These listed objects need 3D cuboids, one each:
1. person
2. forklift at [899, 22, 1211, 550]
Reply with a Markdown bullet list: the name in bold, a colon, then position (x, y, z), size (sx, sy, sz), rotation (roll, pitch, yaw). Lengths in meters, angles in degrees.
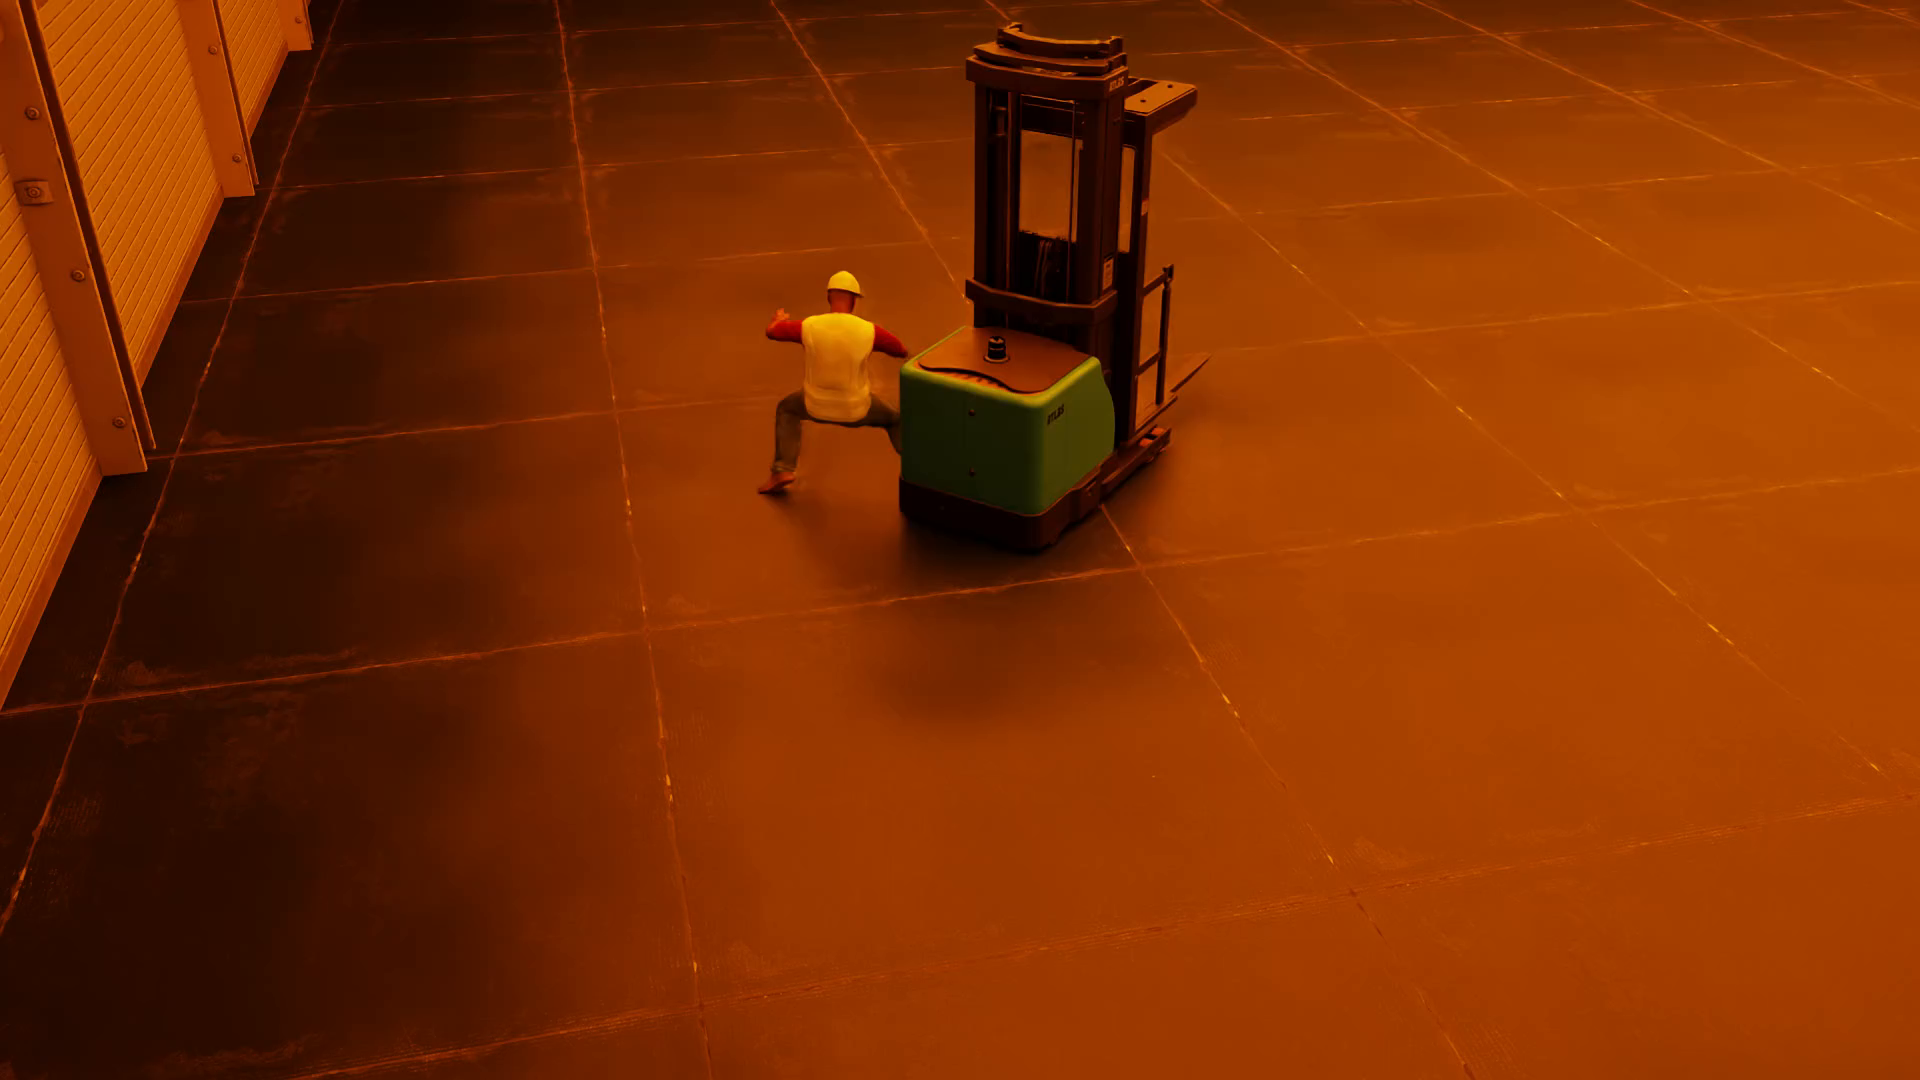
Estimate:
- **person**: position (-0.750, -1.013, 10.761), size (1.155, 1.553, 0.704), rotation (4, 30, 7)
- **forklift**: position (0.807, -1.908, 10.871), size (1.130, 2.935, 3.031), rotation (17, 34, 27)
